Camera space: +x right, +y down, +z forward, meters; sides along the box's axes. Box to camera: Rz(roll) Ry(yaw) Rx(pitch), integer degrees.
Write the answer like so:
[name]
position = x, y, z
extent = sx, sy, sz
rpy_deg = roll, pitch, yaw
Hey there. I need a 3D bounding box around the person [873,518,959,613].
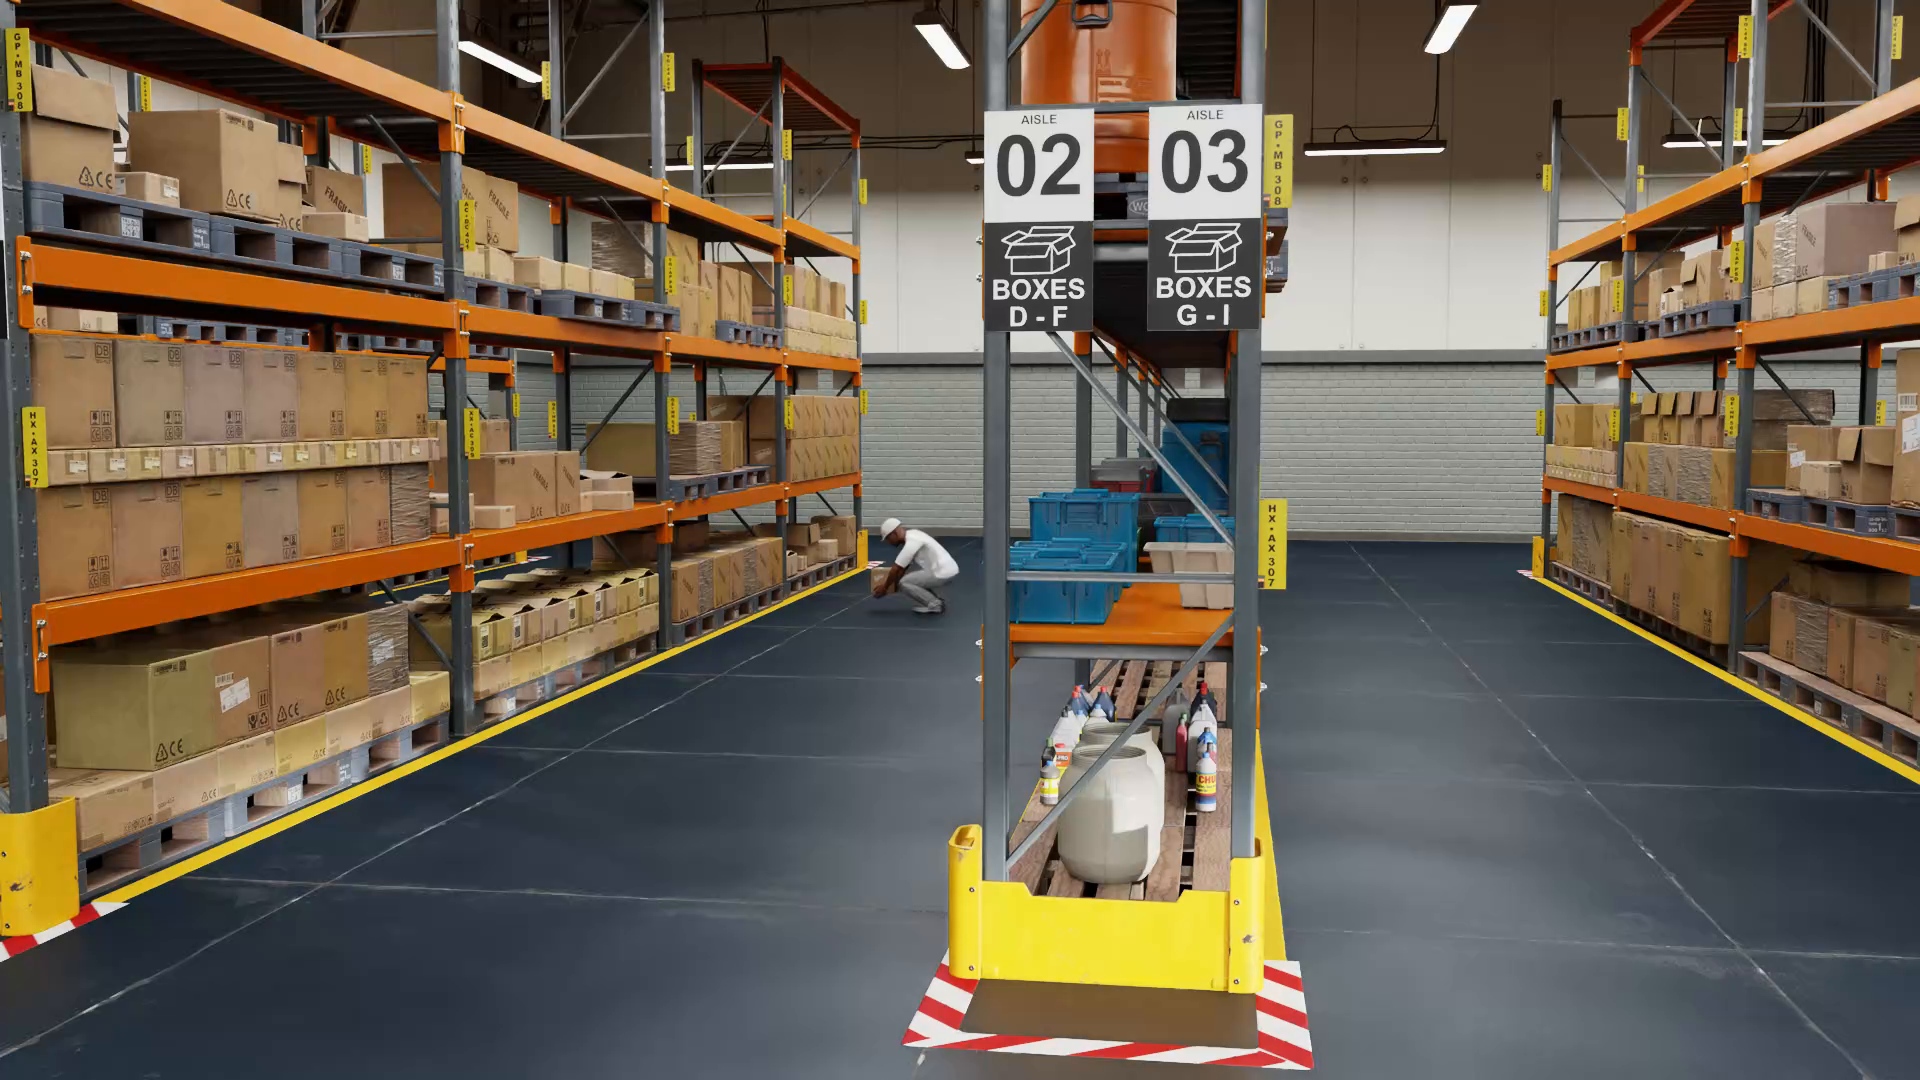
[person]
position = -0.467, 0.265, 17.606
extent = 0.889, 0.998, 0.584
rpy_deg = 1, 4, 9
